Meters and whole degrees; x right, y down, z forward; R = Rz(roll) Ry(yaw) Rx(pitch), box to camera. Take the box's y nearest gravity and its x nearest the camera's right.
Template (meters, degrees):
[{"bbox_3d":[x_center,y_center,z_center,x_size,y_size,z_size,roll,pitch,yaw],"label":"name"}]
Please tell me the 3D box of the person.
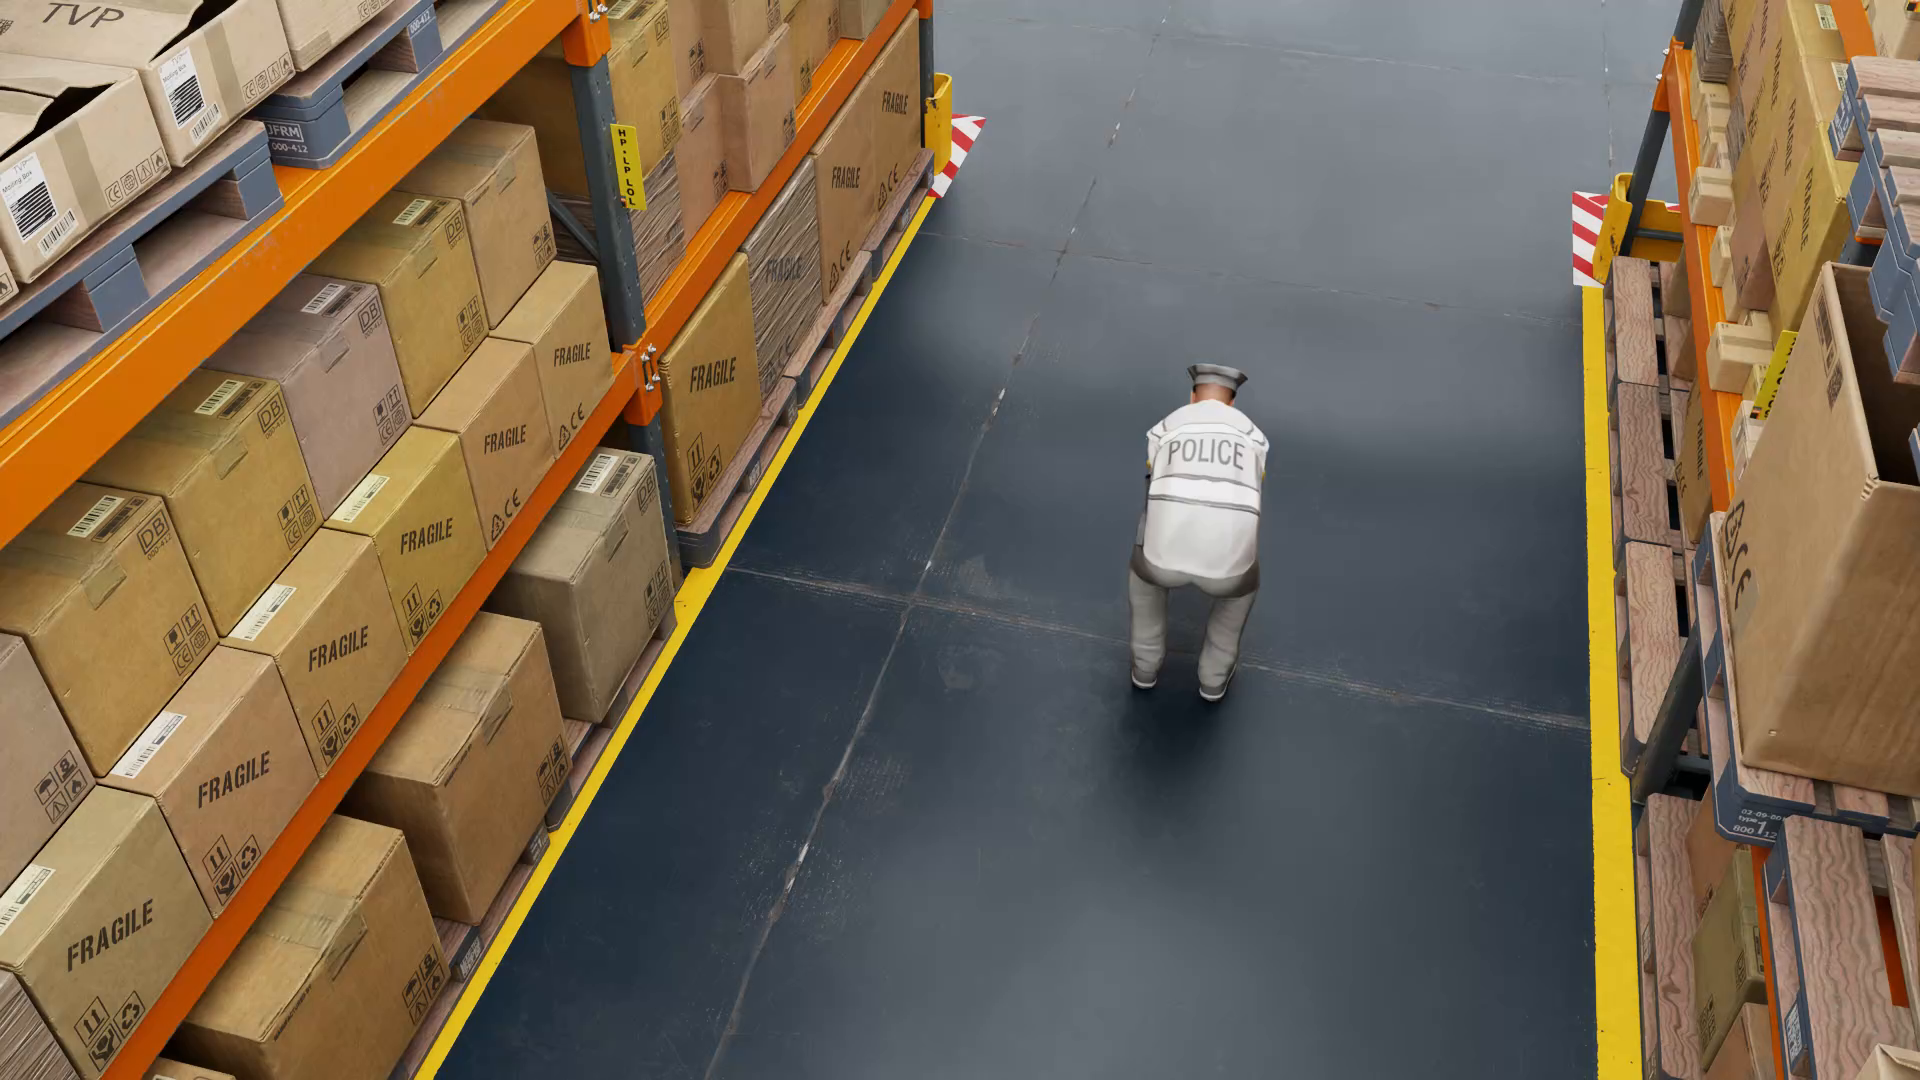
[{"bbox_3d":[0.958,-0.023,6.642,0.530,1.151,1.030,8,41,9],"label":"person"}]
